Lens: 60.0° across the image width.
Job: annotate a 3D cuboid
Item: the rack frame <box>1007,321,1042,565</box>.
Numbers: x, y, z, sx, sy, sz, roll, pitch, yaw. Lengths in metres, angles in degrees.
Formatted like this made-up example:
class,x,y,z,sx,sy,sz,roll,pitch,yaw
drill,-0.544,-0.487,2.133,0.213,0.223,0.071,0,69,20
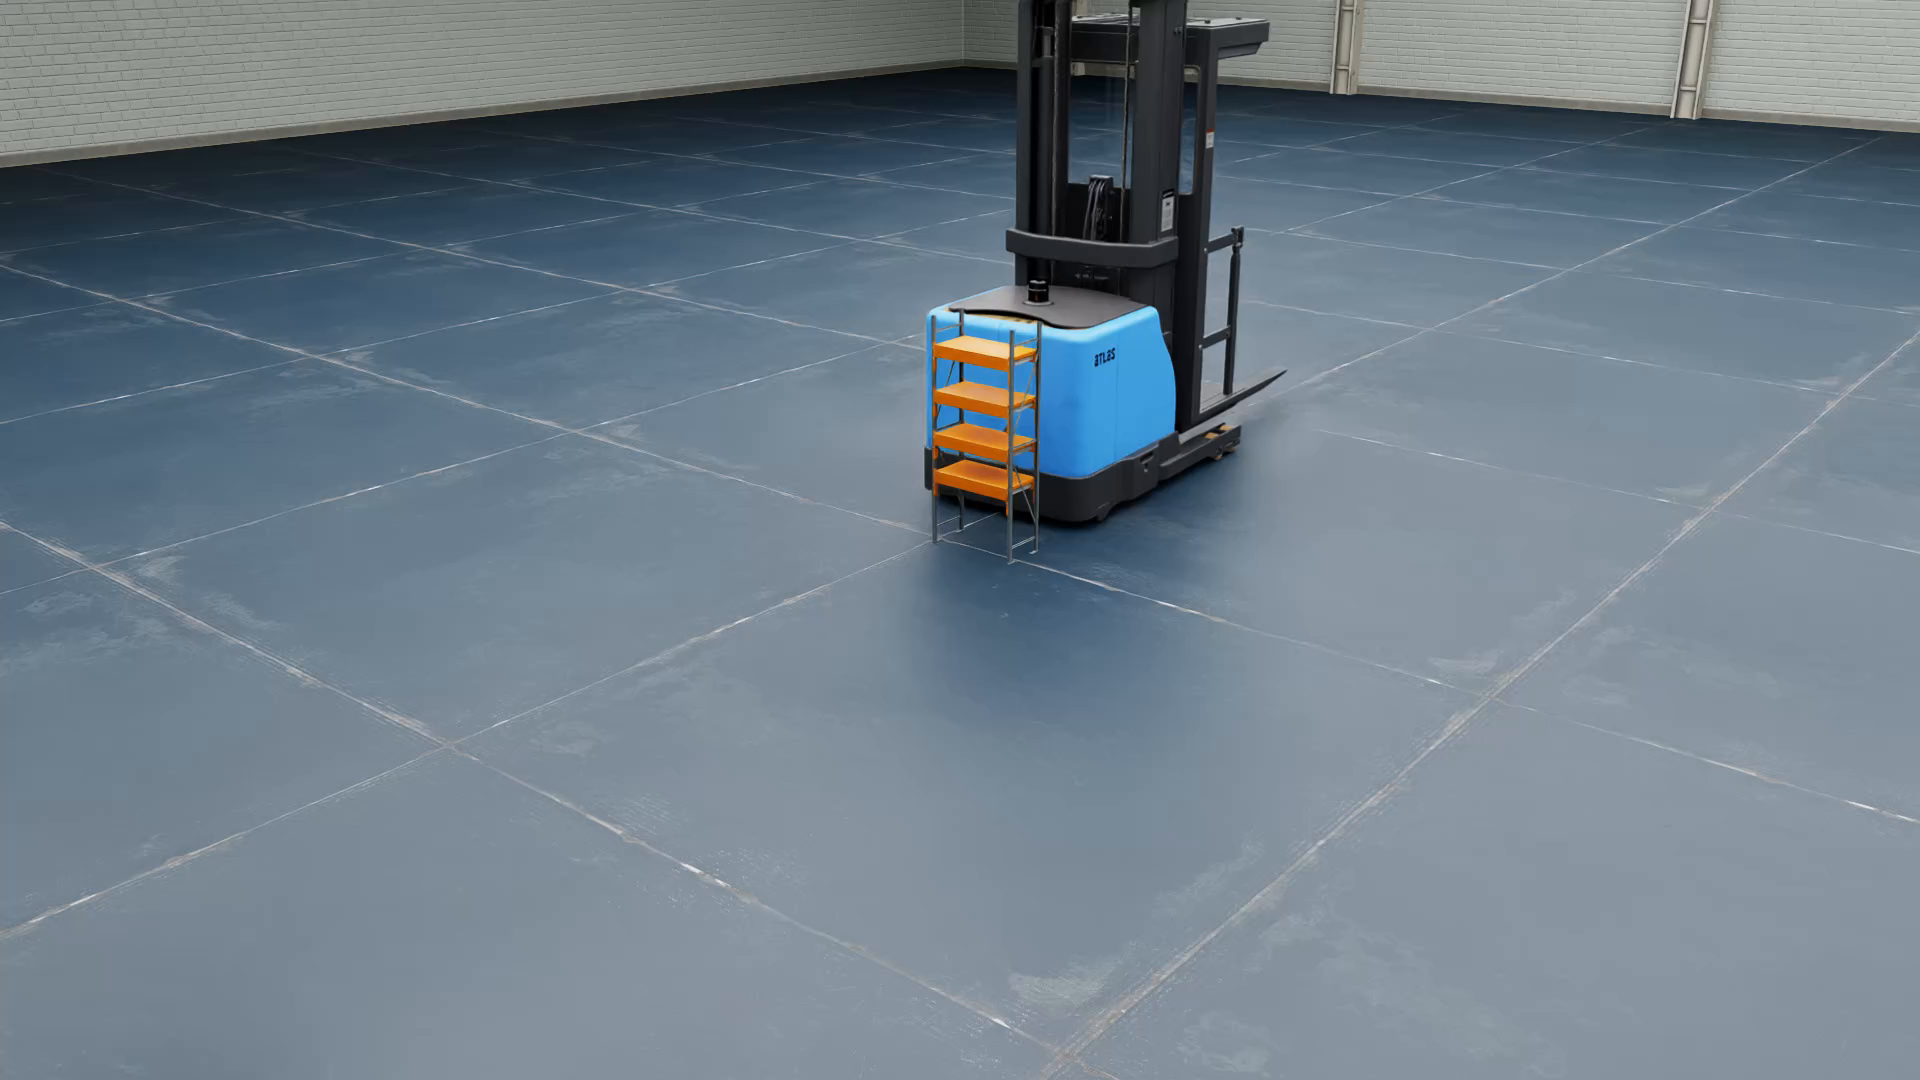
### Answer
class,x,y,z,sx,sy,sz,roll,pitch,yaw
rack frame,0.317,-0.470,8.214,0.015,1.200,0.240,16,26,36

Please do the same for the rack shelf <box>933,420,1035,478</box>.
class,x,y,z,sx,sy,sz,roll,pitch,yaw
rack shelf,0.128,-0.462,8.382,0.480,0.148,0.258,16,26,36

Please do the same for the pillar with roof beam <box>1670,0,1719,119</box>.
class,x,y,z,sx,sy,sz,roll,pitch,yaw
pillar with roof beam,8.868,-9.780,21.849,0.400,9.000,9.100,16,26,36

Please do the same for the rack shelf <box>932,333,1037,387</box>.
class,x,y,z,sx,sy,sz,roll,pitch,yaw
rack shelf,0.128,-0.892,8.220,0.480,0.148,0.258,16,26,36

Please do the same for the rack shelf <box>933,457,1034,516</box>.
class,x,y,z,sx,sy,sz,roll,pitch,yaw
rack shelf,0.128,-0.276,8.452,0.480,0.148,0.258,16,26,36

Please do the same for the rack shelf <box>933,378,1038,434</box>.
class,x,y,z,sx,sy,sz,roll,pitch,yaw
rack shelf,0.128,-0.671,8.303,0.480,0.148,0.258,16,26,36

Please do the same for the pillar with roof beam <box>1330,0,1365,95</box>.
class,x,y,z,sx,sy,sz,roll,pitch,yaw
pillar with roof beam,4.220,-11.118,25.398,0.400,9.000,9.100,16,26,36

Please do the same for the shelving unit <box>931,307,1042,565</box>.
class,x,y,z,sx,sy,sz,roll,pitch,yaw
shelving unit,0.128,-0.524,8.359,0.503,1.200,0.258,16,26,36

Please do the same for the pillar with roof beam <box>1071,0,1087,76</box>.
class,x,y,z,sx,sy,sz,roll,pitch,yaw
pillar with roof beam,-0.428,-12.457,28.948,0.400,9.000,9.100,16,26,36

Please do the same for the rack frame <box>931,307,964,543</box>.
class,x,y,z,sx,sy,sz,roll,pitch,yaw
rack frame,-0.061,-0.579,8.503,0.015,1.200,0.240,16,26,36

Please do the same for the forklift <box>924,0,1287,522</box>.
class,x,y,z,sx,sy,sz,roll,pitch,yaw
forklift,1.048,-1.929,9.631,1.130,2.935,3.031,14,25,32
